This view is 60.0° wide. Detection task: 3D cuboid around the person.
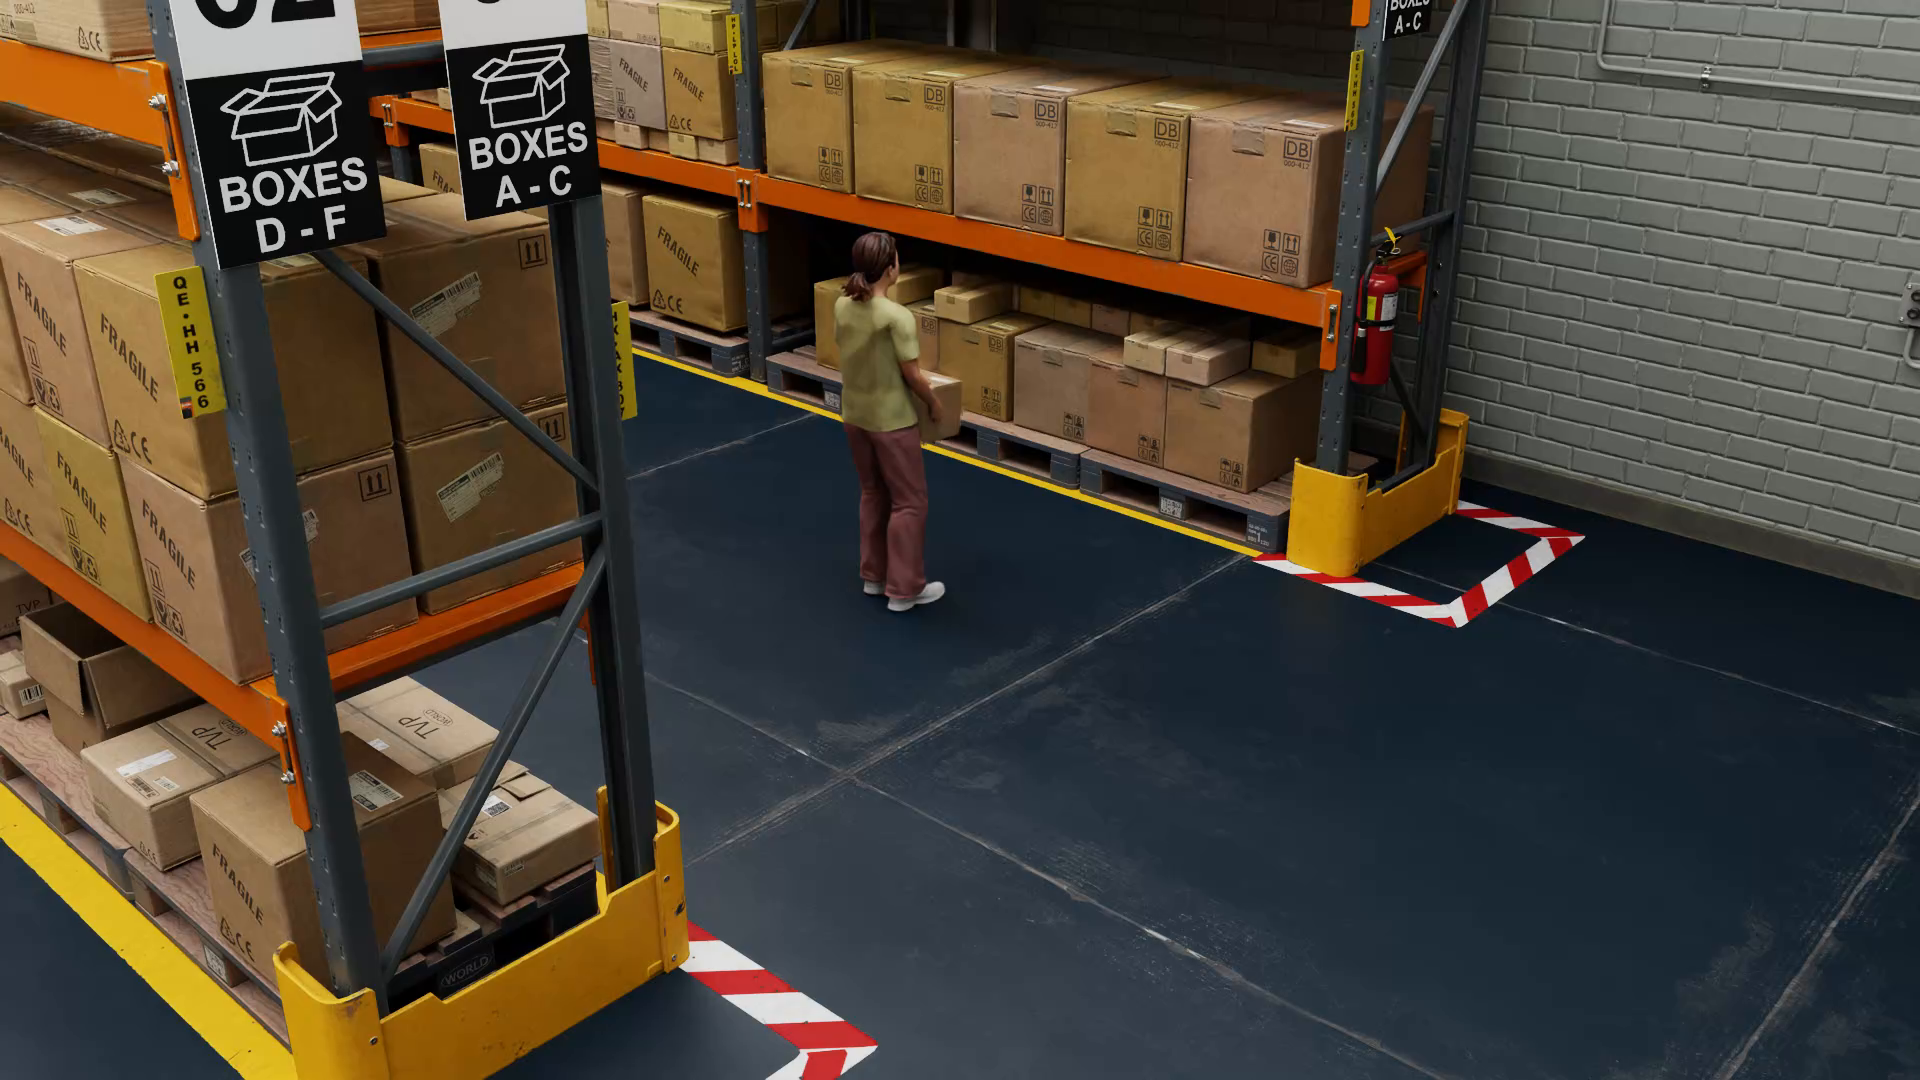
[{"bbox_3d":[-0.318,-0.521,7.270,0.468,1.675,0.435,20,31,37],"label":"person"}]
